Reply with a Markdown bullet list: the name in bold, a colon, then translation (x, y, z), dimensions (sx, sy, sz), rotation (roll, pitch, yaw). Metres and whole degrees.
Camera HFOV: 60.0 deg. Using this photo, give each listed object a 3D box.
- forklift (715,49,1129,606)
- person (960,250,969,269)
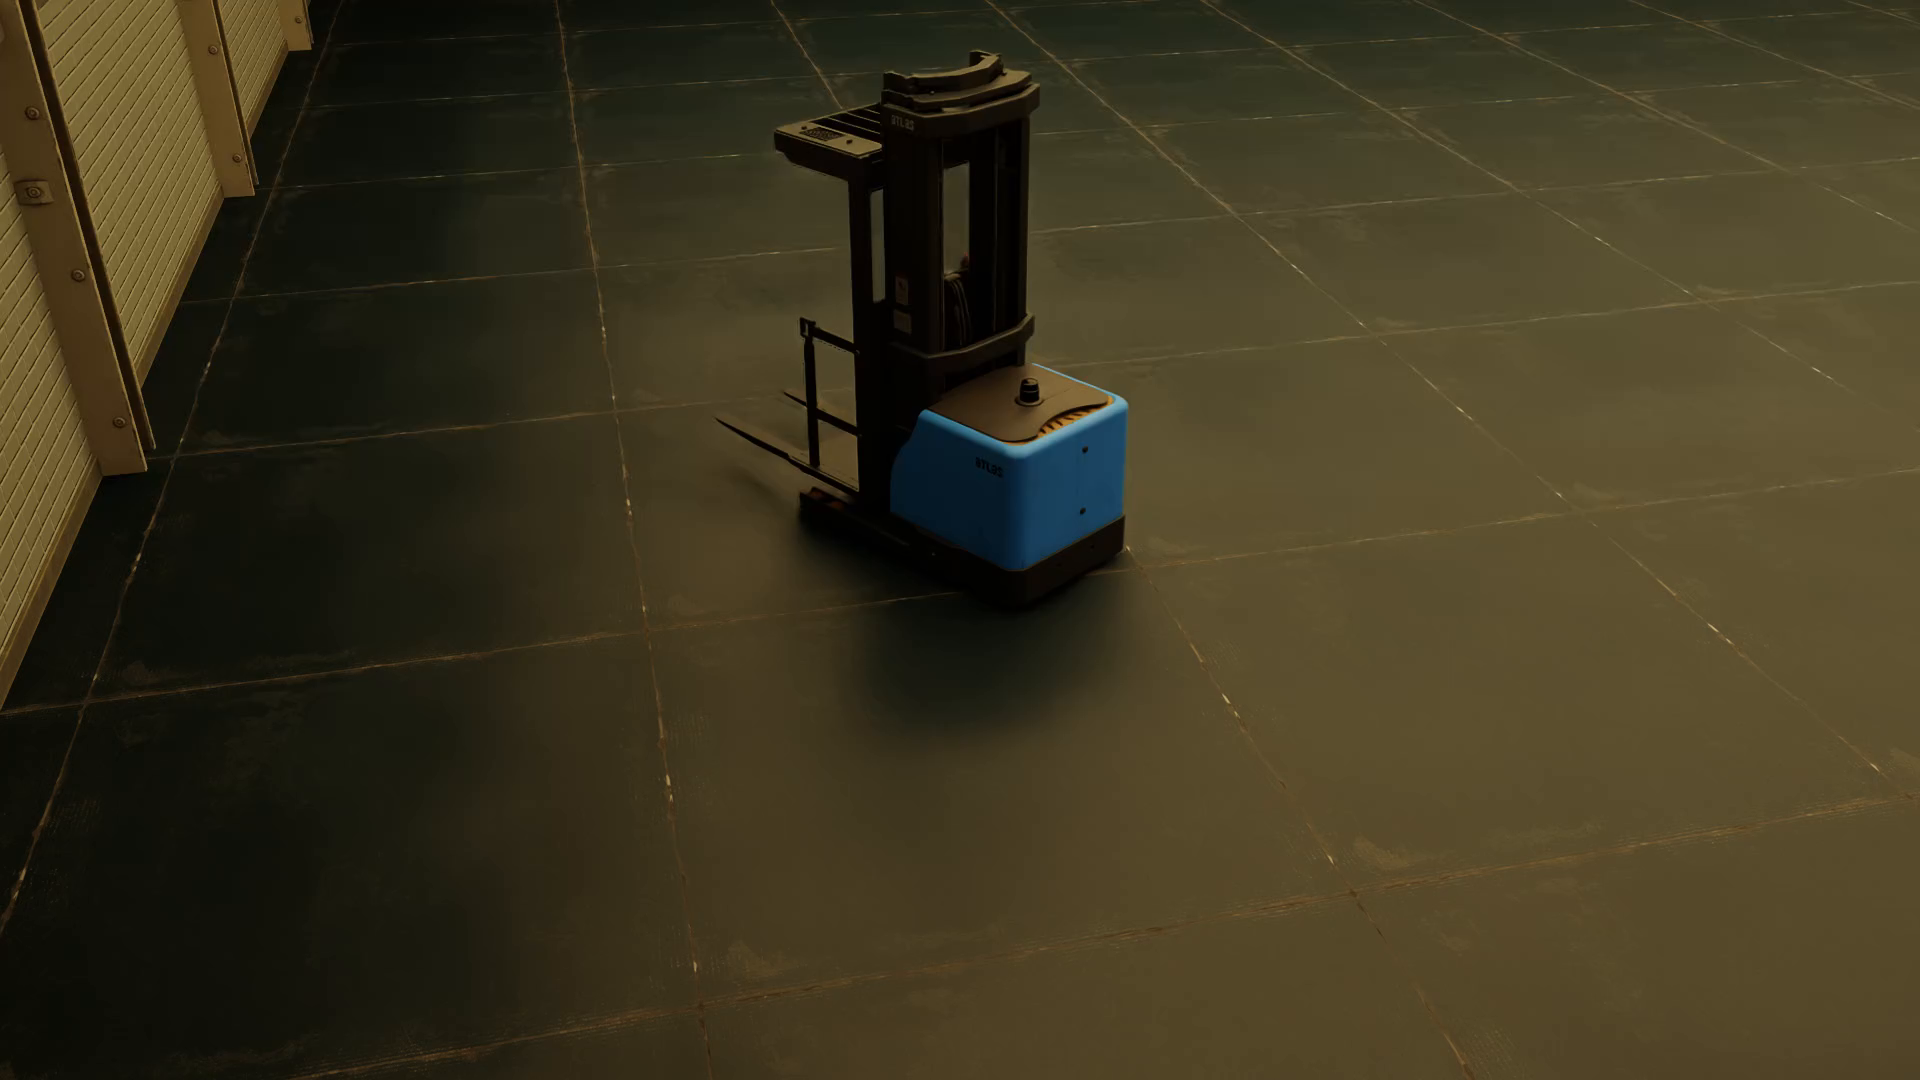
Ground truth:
- **forklift**: translation (-0.389, -1.517, 10.195), dimensions (3.031, 2.935, 1.130), rotation (26, 39, 37)
- **person**: translation (0.105, -1.377, 11.602), dimensions (0.632, 1.362, 0.867), rotation (3, 30, 5)
